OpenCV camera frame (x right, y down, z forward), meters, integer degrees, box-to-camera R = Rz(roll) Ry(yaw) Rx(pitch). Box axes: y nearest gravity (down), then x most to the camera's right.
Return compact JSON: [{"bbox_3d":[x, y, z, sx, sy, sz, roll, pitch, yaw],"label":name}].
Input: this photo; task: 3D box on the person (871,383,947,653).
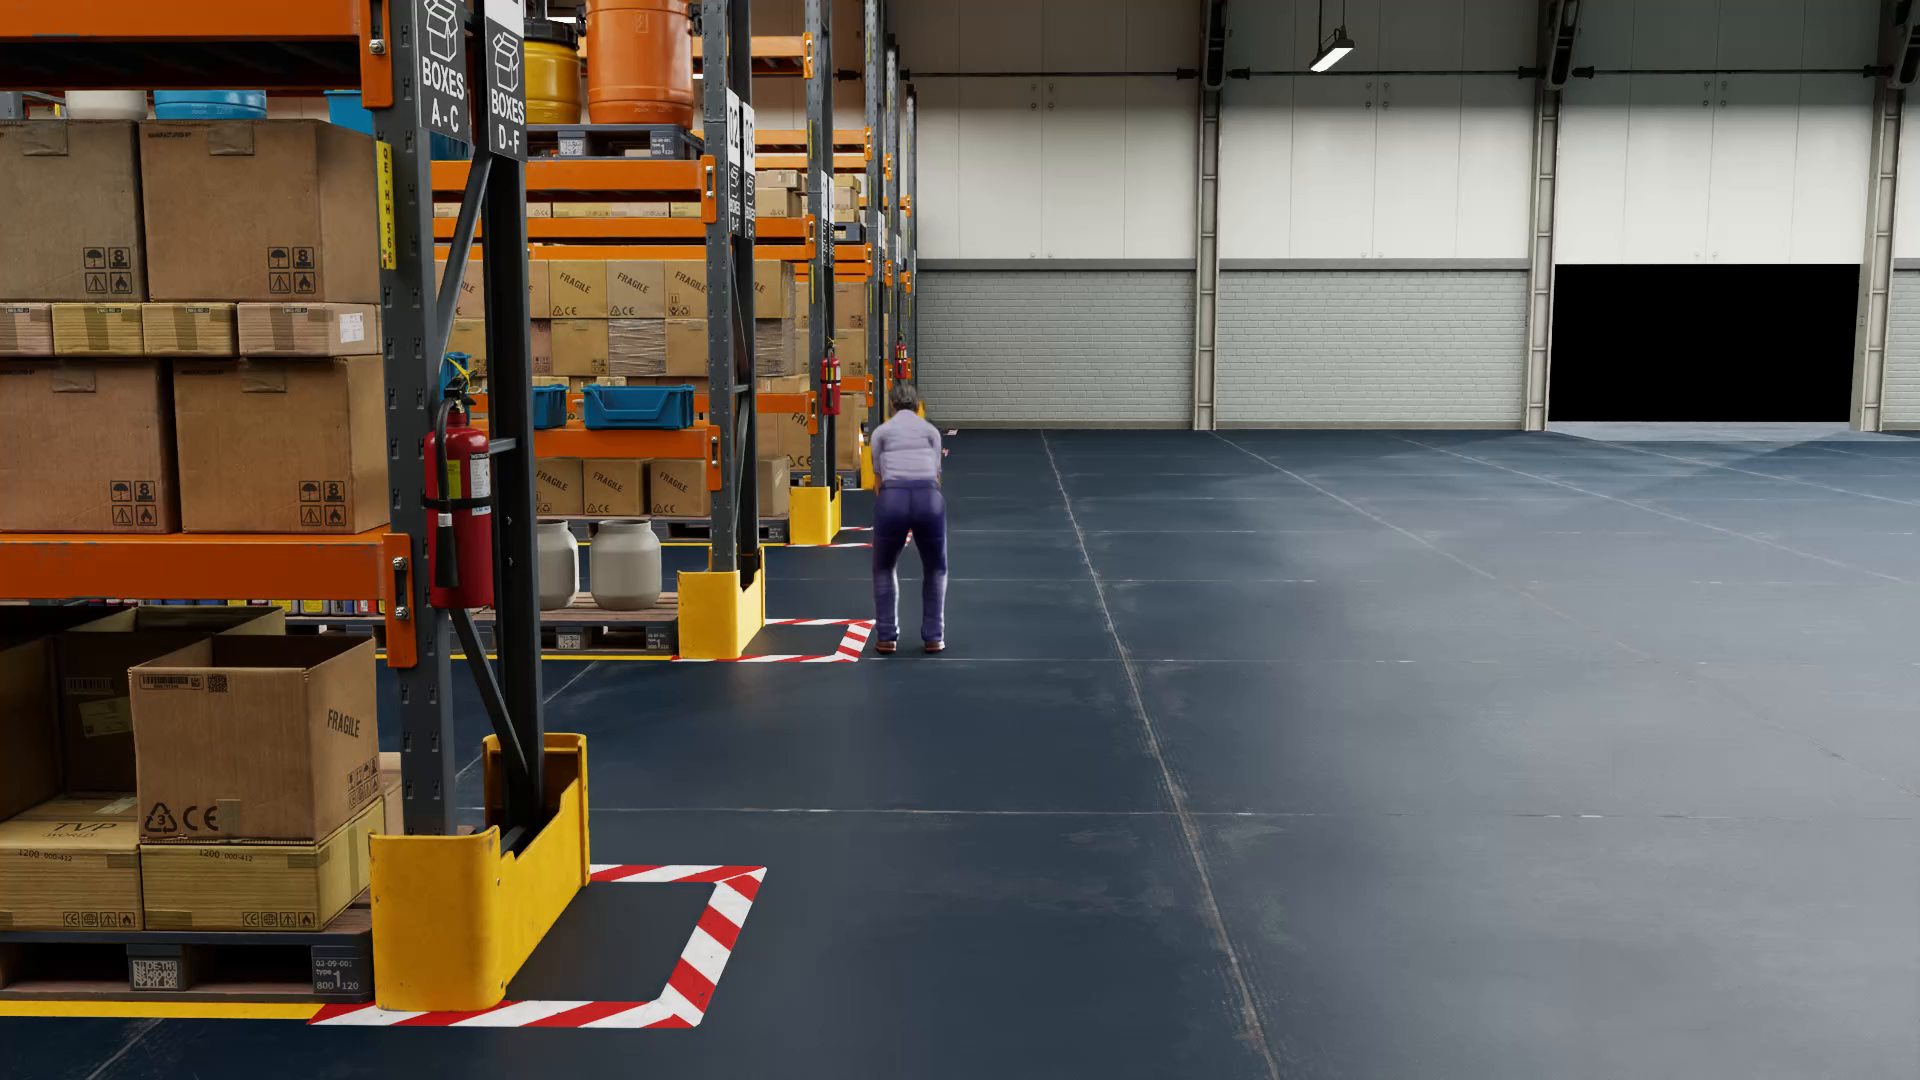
[{"bbox_3d":[-0.298,-0.129,9.724,0.445,1.559,0.599,0,7,-3],"label":"person"}]
